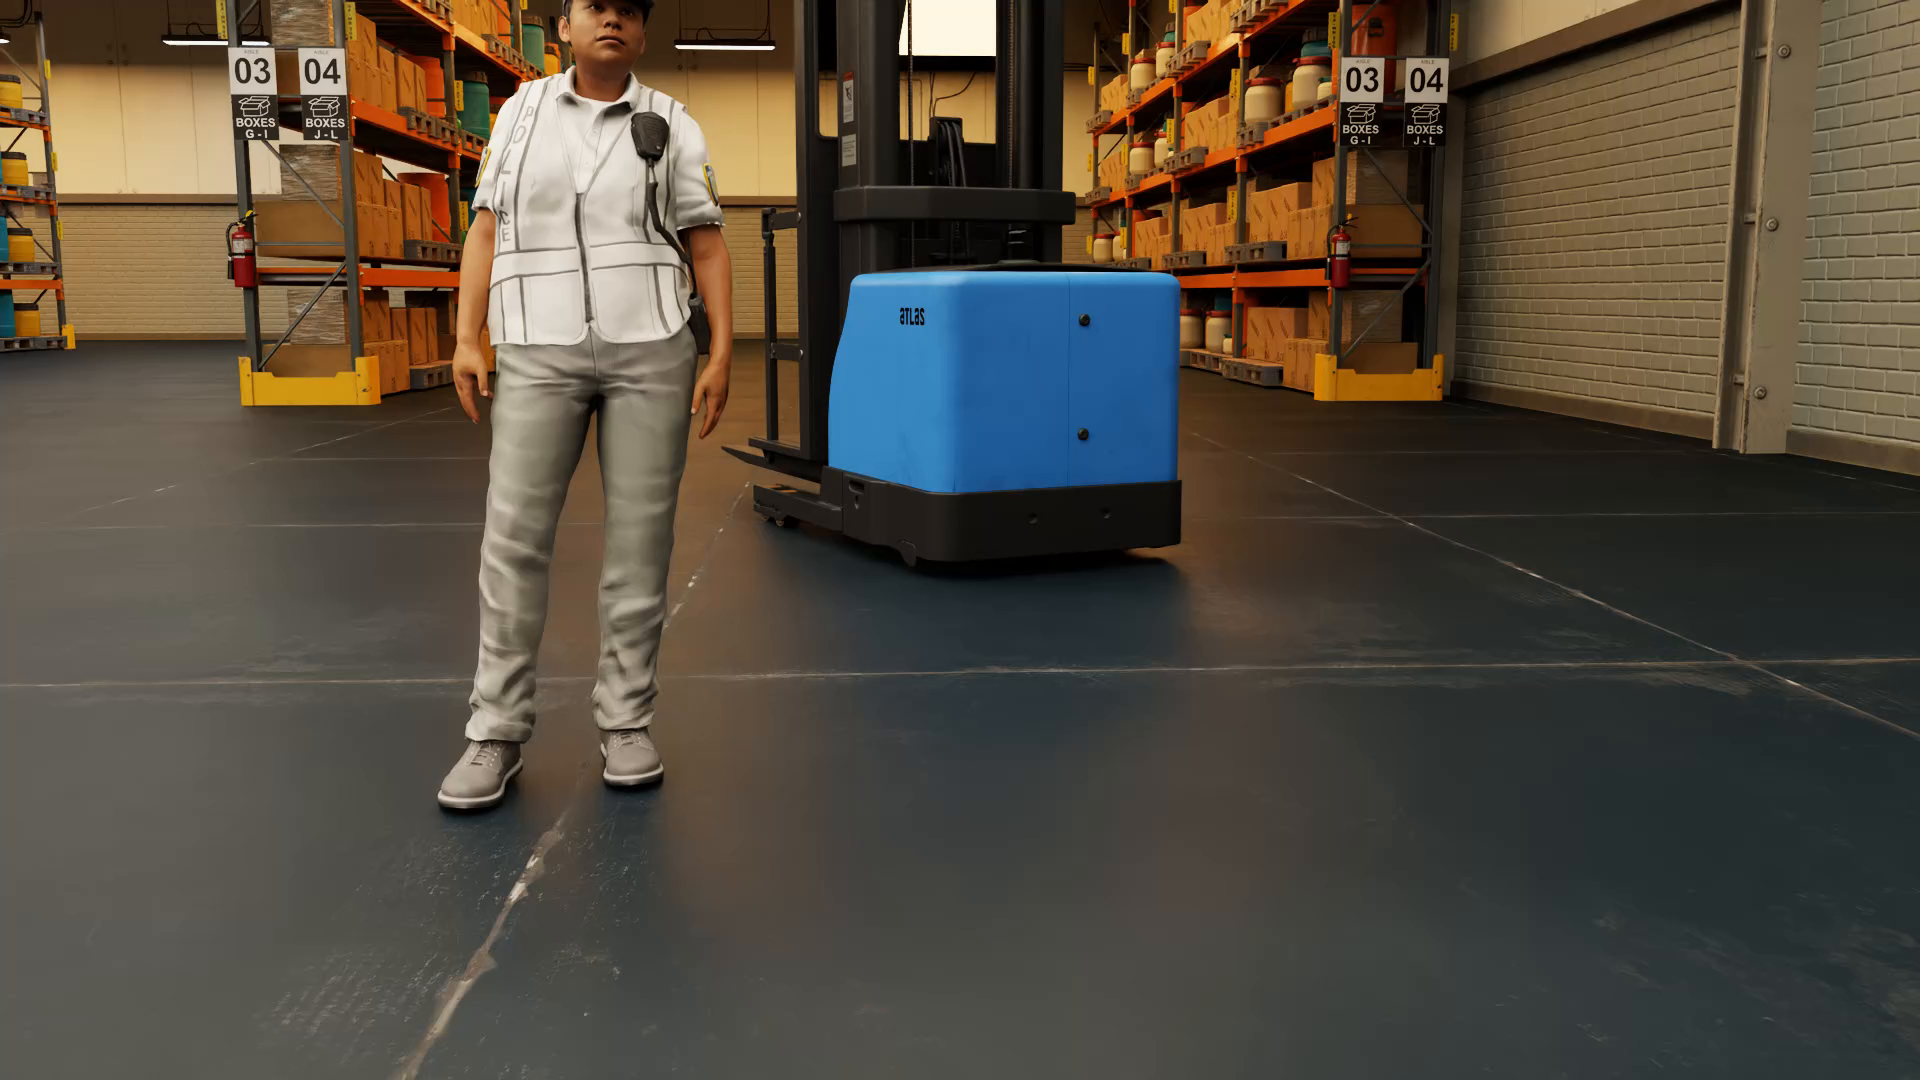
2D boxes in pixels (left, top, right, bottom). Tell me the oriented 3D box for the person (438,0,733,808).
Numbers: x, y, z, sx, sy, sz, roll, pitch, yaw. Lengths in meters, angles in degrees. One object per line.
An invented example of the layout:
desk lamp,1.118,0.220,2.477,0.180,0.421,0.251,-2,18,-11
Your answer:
person,-0.759,-0.340,3.375,0.599,1.669,0.529,-1,9,-9

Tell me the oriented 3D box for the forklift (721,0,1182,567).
forklift,-0.264,-1.530,7.137,1.130,2.935,3.031,-4,9,-25
